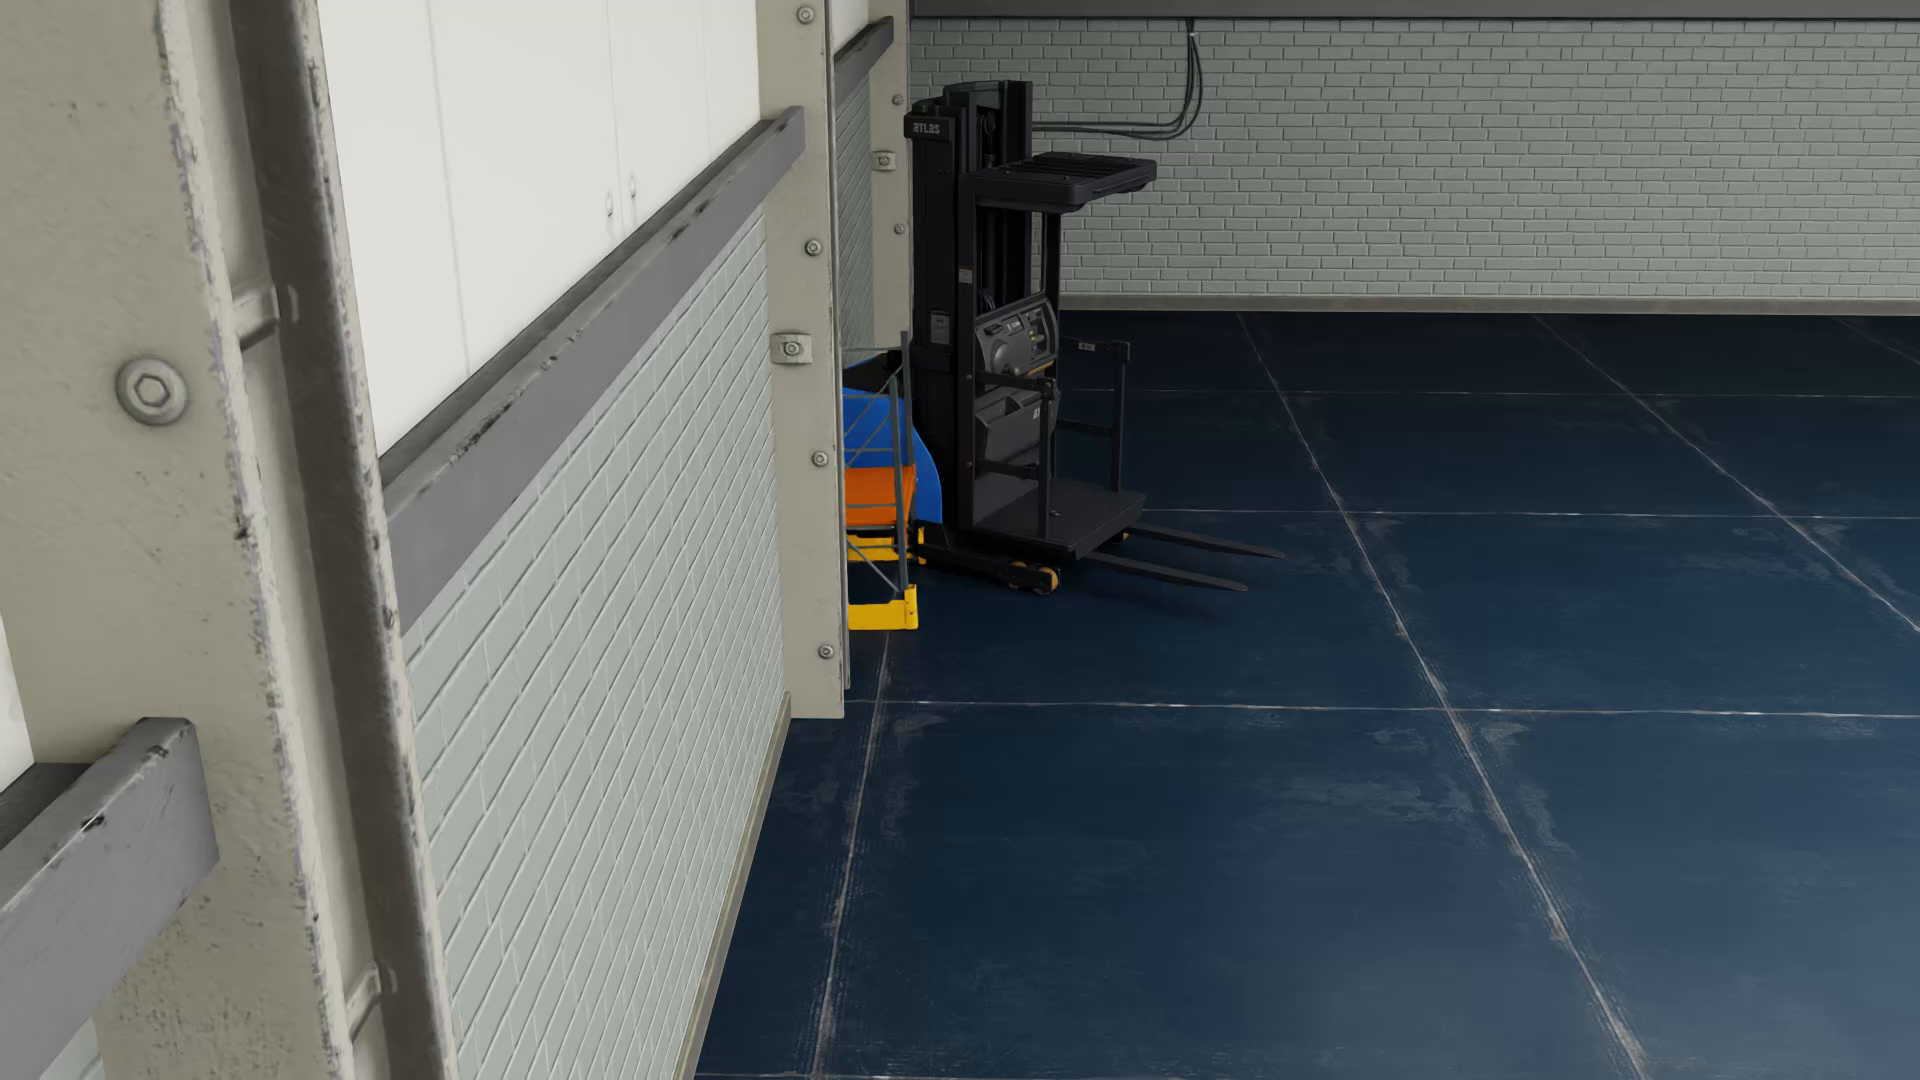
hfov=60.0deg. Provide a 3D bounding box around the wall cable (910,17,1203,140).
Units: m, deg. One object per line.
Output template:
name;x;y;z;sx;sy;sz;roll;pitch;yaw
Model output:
wall cable;0.839;-5.114;16.061;3.097;2.526;0.112;1;21;2

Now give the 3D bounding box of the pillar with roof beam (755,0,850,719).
pillar with roof beam;3.548;-3.294;7.079;9.100;9.000;0.400;1;21;2

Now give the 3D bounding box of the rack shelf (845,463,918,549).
rack shelf;-0.545;-0.207;9.953;0.538;0.185;1.000;-1;21;3

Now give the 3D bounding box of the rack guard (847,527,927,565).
rack guard;-0.512;0.030;10.570;0.587;0.250;0.087;-1;21;3

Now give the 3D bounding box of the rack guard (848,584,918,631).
rack guard;-0.543;0.392;9.642;0.587;0.250;0.087;-1;21;3

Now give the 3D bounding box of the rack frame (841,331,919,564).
rack frame;-0.536;-0.559;10.362;0.500;1.500;0.032;-1;21;3

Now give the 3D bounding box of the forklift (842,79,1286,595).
forklift;0.533;-1.250;10.198;3.031;2.935;1.130;12;24;29

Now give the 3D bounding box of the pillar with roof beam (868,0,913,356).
pillar with roof beam;3.730;-5.463;12.670;9.100;9.000;0.400;1;21;2

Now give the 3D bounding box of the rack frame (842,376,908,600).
rack frame;-0.568;-0.189;9.415;0.500;1.500;0.032;-1;21;3

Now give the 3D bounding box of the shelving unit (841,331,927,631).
shelving unit;-0.553;-0.371;9.880;0.587;1.500;1.083;-1;21;3
